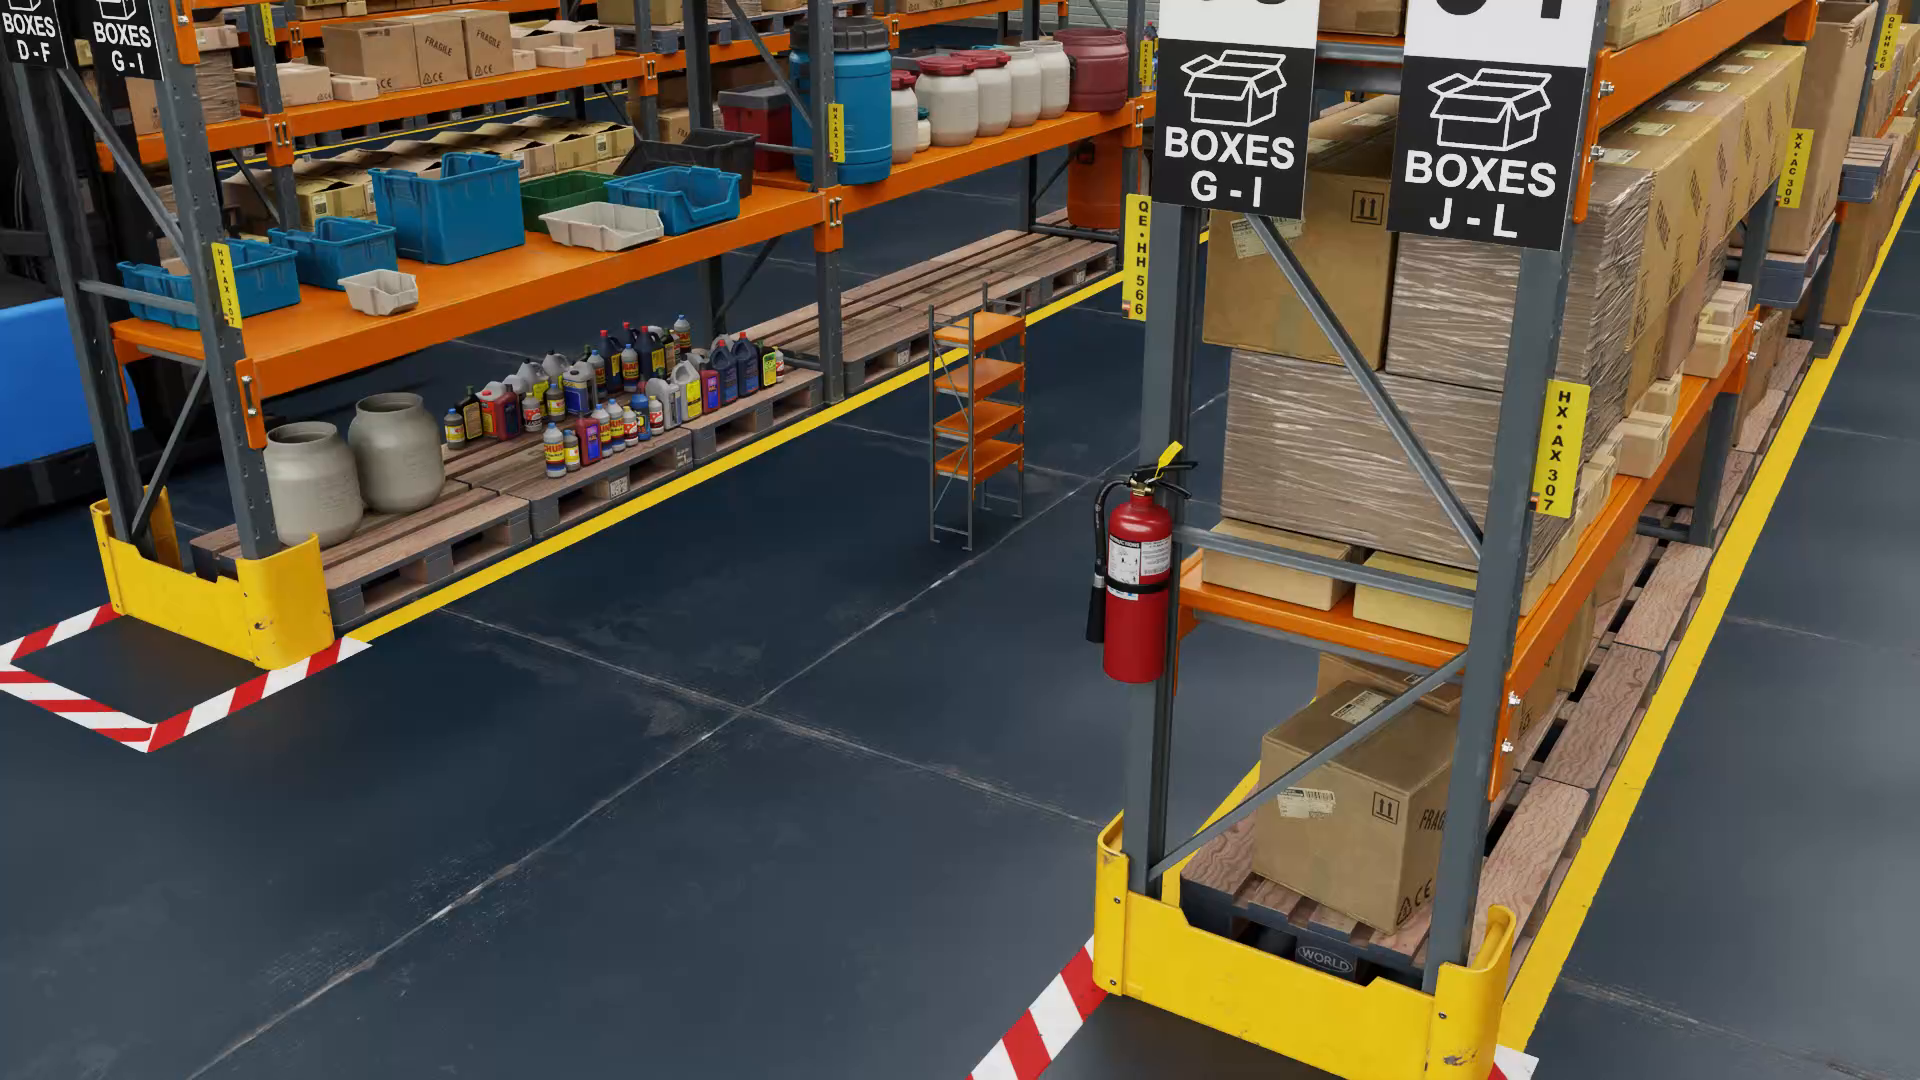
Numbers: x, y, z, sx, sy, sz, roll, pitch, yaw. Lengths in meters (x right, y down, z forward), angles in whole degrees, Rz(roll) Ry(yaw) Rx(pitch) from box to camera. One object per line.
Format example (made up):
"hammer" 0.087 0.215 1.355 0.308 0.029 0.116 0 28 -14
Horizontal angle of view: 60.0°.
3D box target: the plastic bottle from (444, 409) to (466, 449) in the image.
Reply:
"plastic bottle" -2.680 -0.595 8.817 0.097 0.201 0.097 0 23 0

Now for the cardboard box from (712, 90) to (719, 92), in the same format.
"cardboard box" -2.424 -4.477 17.409 0.500 0.500 0.500 13 26 27

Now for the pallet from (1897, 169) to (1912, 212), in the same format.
"pallet" 8.371 -3.351 15.726 1.003 0.211 1.213 14 27 29

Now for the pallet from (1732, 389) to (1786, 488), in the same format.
"pallet" 4.093 -0.674 9.542 1.003 0.211 1.213 14 27 29

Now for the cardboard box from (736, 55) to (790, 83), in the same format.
"cardboard box" -2.143 -5.004 17.682 0.500 0.250 0.500 14 27 29

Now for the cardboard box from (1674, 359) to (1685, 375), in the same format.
"cardboard box" 2.476 -0.616 6.214 0.380 0.149 0.250 14 27 29

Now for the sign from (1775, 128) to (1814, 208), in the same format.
"sign" 3.506 -1.564 6.996 0.100 0.325 0.005 14 27 29

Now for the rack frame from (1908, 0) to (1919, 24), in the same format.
"rack frame" 7.261 -3.977 13.662 1.000 3.000 0.127 14 27 29

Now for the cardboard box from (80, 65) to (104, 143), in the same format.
"cardboard box" -6.142 -2.902 11.051 0.700 0.500 0.500 14 27 30

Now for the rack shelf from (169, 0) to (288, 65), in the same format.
"rack shelf" -2.222 -2.687 7.810 1.077 0.370 4.000 14 27 29

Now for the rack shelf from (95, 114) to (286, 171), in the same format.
"rack shelf" -6.428 -2.349 10.807 1.077 0.370 4.000 14 27 29

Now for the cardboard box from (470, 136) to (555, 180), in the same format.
"cardboard box" -3.867 -3.318 14.365 0.500 0.311 0.500 14 27 29

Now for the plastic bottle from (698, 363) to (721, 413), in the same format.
"plastic bottle" -1.413 -0.864 9.336 0.061 0.283 0.133 16 28 32

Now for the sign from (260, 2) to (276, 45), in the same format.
"sign" -4.901 -3.672 11.768 0.100 0.325 0.005 14 27 29

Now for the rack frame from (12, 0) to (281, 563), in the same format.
"rack frame" -3.277 -0.965 6.704 1.000 3.000 0.127 14 27 29

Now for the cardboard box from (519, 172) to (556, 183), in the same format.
"cardboard box" -3.870 -3.063 14.482 0.500 0.250 0.500 15 27 30

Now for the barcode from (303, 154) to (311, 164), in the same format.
"barcode" -4.885 -2.849 12.439 0.001 0.075 0.075 14 27 29

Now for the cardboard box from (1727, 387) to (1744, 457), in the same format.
"cardboard box" 3.651 -0.692 8.665 0.700 0.500 0.500 14 27 29

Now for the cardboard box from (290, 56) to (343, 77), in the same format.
"cardboard box" -5.065 -3.628 13.024 0.396 0.266 0.258 13 27 28

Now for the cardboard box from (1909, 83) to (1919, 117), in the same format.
"cardboard box" 8.152 -3.705 15.178 0.875 0.875 0.875 14 27 29

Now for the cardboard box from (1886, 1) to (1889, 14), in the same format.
"cardboard box" 5.896 -3.596 11.393 0.797 0.503 0.637 15 27 30

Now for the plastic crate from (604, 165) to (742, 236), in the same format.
"plastic crate" -1.520 -1.817 8.858 0.499 0.251 0.616 14 27 29

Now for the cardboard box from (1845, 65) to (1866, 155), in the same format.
"cardboard box" 4.691 -2.466 9.516 0.700 0.500 0.500 19 30 37

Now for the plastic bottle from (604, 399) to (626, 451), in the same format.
"plastic bottle" -1.822 -0.611 8.767 0.097 0.271 0.097 0 23 0

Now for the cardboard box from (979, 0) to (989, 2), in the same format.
"cardboard box" 0.147 -6.729 19.893 0.500 0.500 0.500 13 27 28

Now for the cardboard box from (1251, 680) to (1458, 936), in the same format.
"cardboard box" 1.275 0.820 5.198 0.500 0.500 0.500 20 30 38

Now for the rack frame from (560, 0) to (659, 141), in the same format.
"rack frame" -3.263 -4.705 15.342 1.000 3.000 0.127 14 27 29

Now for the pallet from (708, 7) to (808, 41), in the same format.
"pallet" -2.241 -5.274 16.899 1.003 0.211 1.213 14 27 29

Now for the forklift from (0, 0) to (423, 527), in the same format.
"forklift" -4.509 -1.923 9.003 1.130 2.935 3.031 15 28 31

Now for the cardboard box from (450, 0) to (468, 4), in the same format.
"cardboard box" -6.009 -6.392 19.532 0.380 0.149 0.250 13 27 28

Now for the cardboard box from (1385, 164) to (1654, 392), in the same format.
"cardboard box" 1.453 -0.697 4.326 0.500 0.500 0.500 14 27 29

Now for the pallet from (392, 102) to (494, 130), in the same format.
"pallet" -6.349 -5.122 19.817 1.003 0.211 1.213 14 27 29

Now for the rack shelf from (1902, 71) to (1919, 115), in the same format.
"rack shelf" 8.316 -4.322 15.364 1.077 0.370 4.000 14 27 29

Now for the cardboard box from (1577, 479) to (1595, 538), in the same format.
"cardboard box" 1.691 -0.109 5.041 0.380 0.149 0.250 14 27 29

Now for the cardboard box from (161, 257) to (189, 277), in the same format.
"cardboard box" -5.704 -1.917 11.834 0.500 0.250 0.500 14 27 29

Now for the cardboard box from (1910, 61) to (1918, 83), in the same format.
"cardboard box" 7.700 -3.892 13.782 0.380 0.149 0.250 14 27 29

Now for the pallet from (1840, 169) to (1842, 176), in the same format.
"pallet" 4.142 -1.863 9.019 1.003 0.211 1.213 14 27 29

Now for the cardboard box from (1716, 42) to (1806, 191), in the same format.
"cardboard box" 3.037 -1.709 6.663 0.500 0.500 0.500 14 27 29

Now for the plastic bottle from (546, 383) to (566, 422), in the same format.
"plastic bottle" -2.241 -0.767 9.215 0.097 0.201 0.097 0 23 0

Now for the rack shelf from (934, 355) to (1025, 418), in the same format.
"rack shelf" 0.087 -0.750 8.079 0.258 0.148 0.480 14 27 29

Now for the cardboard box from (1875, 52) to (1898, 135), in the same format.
"cardboard box" 6.176 -3.129 11.575 0.500 0.500 0.500 13 27 28

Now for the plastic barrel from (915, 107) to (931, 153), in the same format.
"plastic barrel" -0.338 -2.666 10.808 0.301 0.262 0.301 0 23 0

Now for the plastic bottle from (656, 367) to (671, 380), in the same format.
"plastic bottle" -1.634 -0.832 9.261 0.061 0.283 0.133 14 27 29

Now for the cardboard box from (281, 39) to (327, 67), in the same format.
"cardboard box" -6.974 -5.168 18.590 0.750 0.750 0.750 13 27 28

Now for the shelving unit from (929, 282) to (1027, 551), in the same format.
"shelving unit" 0.087 -0.606 8.141 0.258 1.200 0.503 14 27 29

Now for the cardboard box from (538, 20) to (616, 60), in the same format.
"cardboard box" -3.492 -4.550 15.097 0.500 0.311 0.500 16 28 32

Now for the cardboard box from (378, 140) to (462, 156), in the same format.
"cardboard box" -4.600 -3.253 14.216 0.500 0.311 0.500 13 27 28

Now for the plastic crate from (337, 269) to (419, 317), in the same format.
"plastic crate" -2.531 -1.079 7.298 0.298 0.136 0.250 14 27 29

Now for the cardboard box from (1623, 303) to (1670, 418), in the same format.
"cardboard box" 1.980 -0.810 5.844 0.875 0.500 0.500 14 27 29

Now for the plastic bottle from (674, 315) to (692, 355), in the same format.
"plastic bottle" -1.707 -1.249 10.241 0.097 0.271 0.097 0 23 0

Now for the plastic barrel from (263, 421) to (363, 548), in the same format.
"plastic barrel" -2.995 -0.254 7.665 0.421 0.512 0.421 0 23 0

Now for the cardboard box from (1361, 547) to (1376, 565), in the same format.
"cardboard box" 1.038 -0.036 4.873 0.380 0.149 0.250 14 27 29

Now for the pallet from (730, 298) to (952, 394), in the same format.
"pallet" -0.786 -1.309 11.008 1.003 0.211 1.213 14 27 29

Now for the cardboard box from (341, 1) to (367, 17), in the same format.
"cardboard box" -6.751 -5.853 18.286 0.380 0.149 0.250 15 27 31
